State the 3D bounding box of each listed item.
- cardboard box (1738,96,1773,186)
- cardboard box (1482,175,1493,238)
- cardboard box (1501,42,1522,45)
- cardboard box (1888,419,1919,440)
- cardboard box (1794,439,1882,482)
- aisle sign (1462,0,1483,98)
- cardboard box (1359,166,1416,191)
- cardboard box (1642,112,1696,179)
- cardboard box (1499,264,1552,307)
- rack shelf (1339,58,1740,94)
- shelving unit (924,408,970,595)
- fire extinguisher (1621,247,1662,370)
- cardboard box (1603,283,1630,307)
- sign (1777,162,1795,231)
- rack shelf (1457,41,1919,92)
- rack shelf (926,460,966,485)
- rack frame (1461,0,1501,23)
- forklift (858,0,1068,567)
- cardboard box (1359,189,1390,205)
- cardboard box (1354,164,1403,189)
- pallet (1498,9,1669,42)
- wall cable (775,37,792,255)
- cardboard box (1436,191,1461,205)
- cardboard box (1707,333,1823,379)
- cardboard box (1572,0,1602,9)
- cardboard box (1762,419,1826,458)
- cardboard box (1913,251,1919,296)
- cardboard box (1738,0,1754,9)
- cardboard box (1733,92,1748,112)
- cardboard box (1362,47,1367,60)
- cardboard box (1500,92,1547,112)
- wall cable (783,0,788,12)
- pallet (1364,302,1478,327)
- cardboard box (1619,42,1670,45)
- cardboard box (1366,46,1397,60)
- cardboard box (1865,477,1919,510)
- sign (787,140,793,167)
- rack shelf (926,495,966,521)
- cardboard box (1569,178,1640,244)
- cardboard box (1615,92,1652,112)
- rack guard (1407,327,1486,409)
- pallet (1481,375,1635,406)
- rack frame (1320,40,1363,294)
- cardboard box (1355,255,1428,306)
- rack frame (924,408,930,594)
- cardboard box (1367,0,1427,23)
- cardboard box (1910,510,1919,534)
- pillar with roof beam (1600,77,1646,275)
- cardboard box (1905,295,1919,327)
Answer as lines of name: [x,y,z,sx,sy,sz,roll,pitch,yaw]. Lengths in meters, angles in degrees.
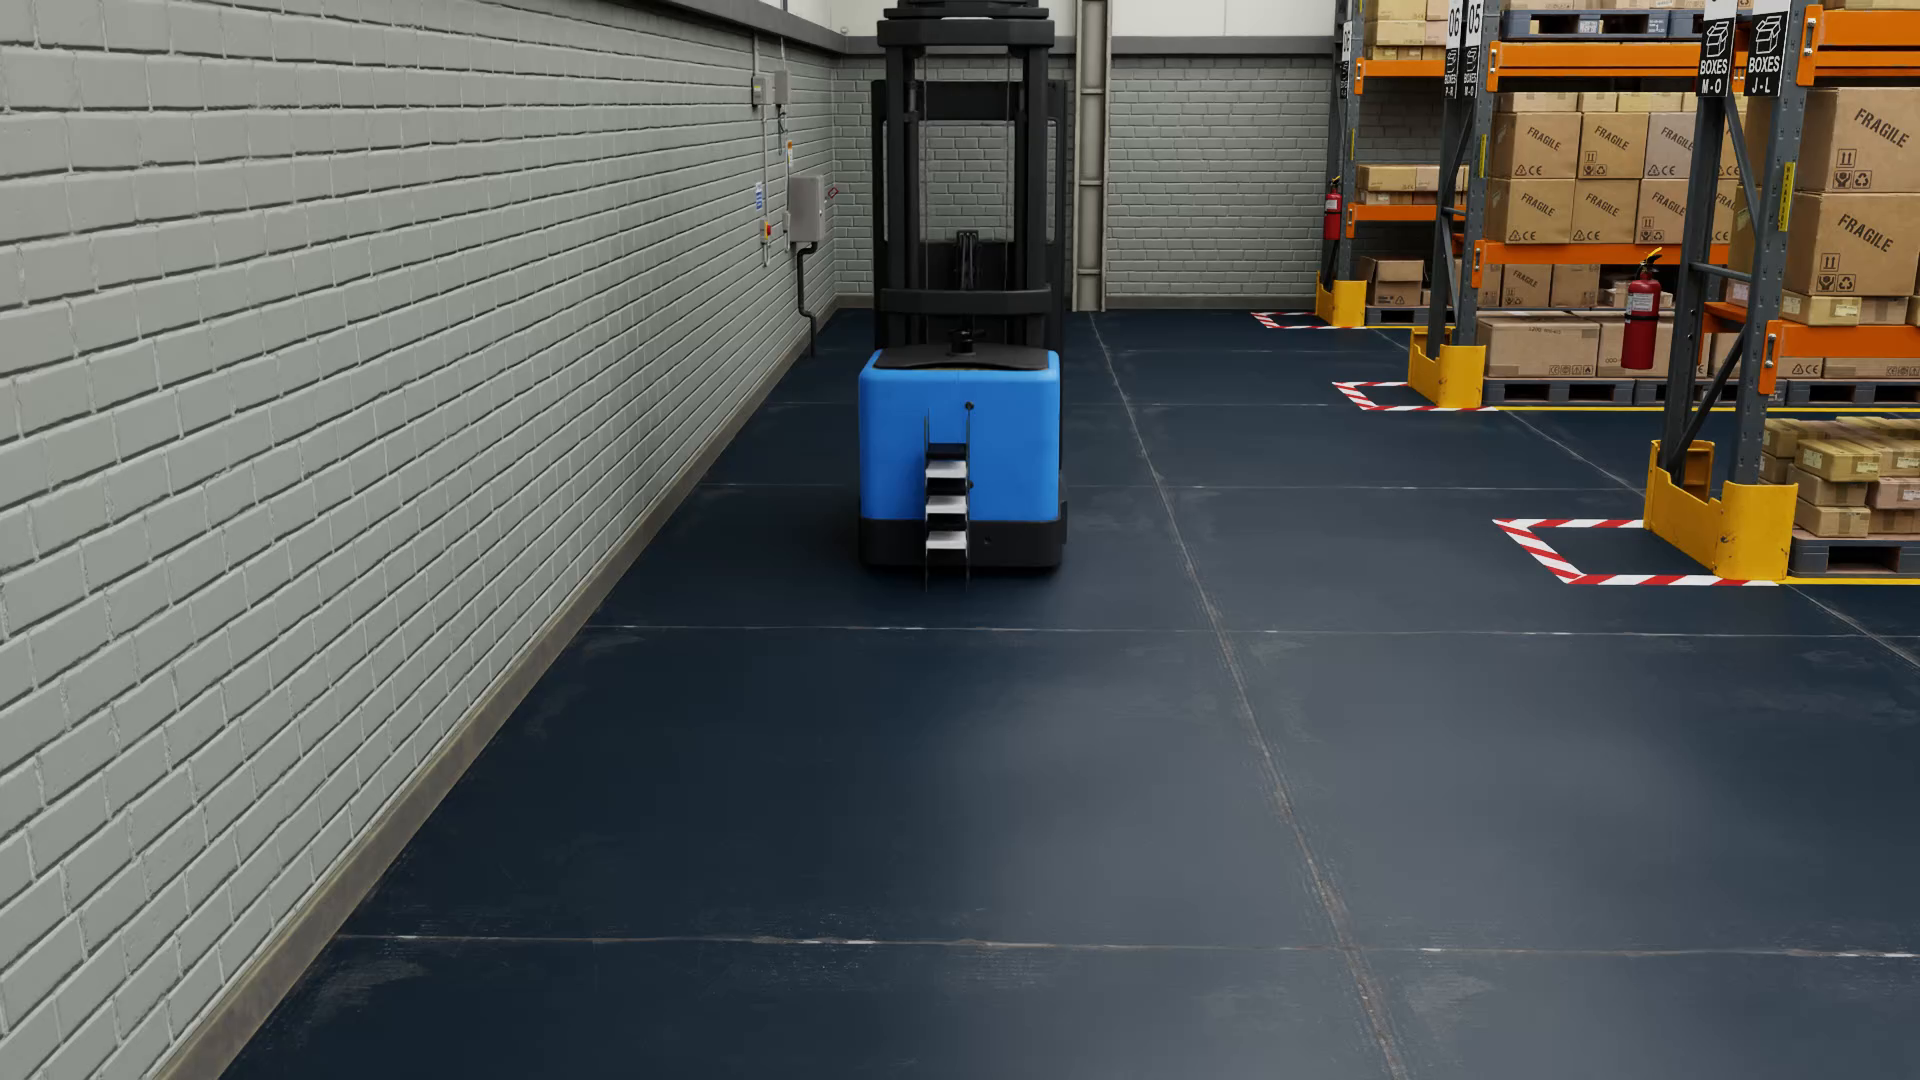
cardboard box: [4.499,-2.127,8.784,0.500,0.500,0.500,0,15,0]
cardboard box: [4.550,-2.767,13.752,0.500,0.500,0.500,0,15,2]
cardboard box: [5.640,-5.365,17.624,0.500,0.250,0.500,0,15,0]
cardboard box: [5.340,-0.561,9.186,0.250,0.149,0.380,0,15,-1]
cardboard box: [4.550,-0.413,8.626,0.250,0.149,0.380,0,15,-1]
aisle sign: [3.981,-3.838,12.910,0.004,0.787,0.394,0,15,1]
cardboard box: [4.630,-3.920,18.028,0.500,0.250,0.500,0,15,2]
cardboard box: [5.565,-3.107,13.082,0.500,0.500,0.500,0,15,1]
cardboard box: [6.172,-2.842,18.309,0.500,0.500,0.500,1,15,2]
rack shelf: [6.183,-5.010,17.978,4.000,0.370,1.077,0,15,1]
shelving unit: [-0.062,-0.194,8.310,0.210,0.900,0.258,1,15,3]
fire extinguisher: [3.795,-1.293,9.243,0.183,0.674,0.296,0,15,1]
cardboard box: [7.261,-2.706,18.254,0.258,0.266,0.396,1,15,3]
sign: [4.022,-1.671,8.098,0.005,0.325,0.100,0,15,1]
rack shelf: [6.060,-3.744,13.180,4.000,0.370,1.077,0,15,1]
rack shelf: [-0.062,-0.336,8.272,0.200,0.077,0.258,1,15,3]
rack frame: [4.061,-5.555,12.755,0.127,3.000,1.000,0,15,1]
forklift: [0.066,-1.599,9.655,1.130,2.935,3.031,1,15,3]
cardboard box: [4.505,-3.727,18.077,0.250,0.149,0.380,0,15,1]
cardboard box: [4.650,-4.056,18.545,0.500,0.250,0.500,1,15,3]
pallet: [4.803,-4.060,13.141,1.213,0.211,1.003,0,15,1]
wall cable: [-1.552,-3.538,14.879,0.122,1.984,0.588,0,15,1]
cardboard box: [5.275,-3.727,18.077,0.250,0.149,0.380,1,15,3]
cardboard box: [6.539,-1.630,13.836,0.875,0.438,0.875,0,15,0]
cardboard box: [4.934,-4.272,13.246,0.250,0.149,0.380,-1,15,-3]
cardboard box: [4.571,-0.565,9.199,0.250,0.149,0.380,1,15,2]
cardboard box: [5.013,-1.513,8.416,0.500,0.500,0.500,0,15,2]
cardboard box: [6.072,-4.353,12.864,0.500,0.500,0.500,1,15,2]
cardboard box: [5.958,-3.406,12.942,0.250,0.149,0.380,0,15,0]
cardboard box: [4.510,-5.306,18.184,0.250,0.149,0.380,1,15,3]
cardboard box: [4.408,-3.427,13.021,0.250,0.149,0.380,1,15,3]
wall cable: [-1.502,-6.440,16.037,0.133,3.039,2.988,0,15,1]
pallet: [5.057,-2.566,18.654,1.213,0.211,1.003,0,15,1]
cardboard box: [7.174,-5.356,17.591,0.500,0.250,0.500,0,15,0]
cardboard box: [4.496,-5.188,17.735,0.250,0.149,0.380,1,15,3]
cardboard box: [4.825,-0.275,8.683,0.250,0.149,0.380,0,15,1]
sign: [-1.586,-3.606,15.510,0.001,0.242,0.339,0,15,1]
rack shelf: [-0.062,-0.162,8.319,0.200,0.077,0.258,1,15,3]
cardboard box: [5.040,-2.630,13.233,0.500,0.500,0.500,0,15,1]
cardboard box: [5.193,-3.415,12.977,0.250,0.149,0.380,0,15,0]
rack guard: [4.037,-1.446,13.840,0.348,0.500,1.175,0,15,1]
pallet: [4.862,-1.321,13.932,1.213,0.211,1.003,0,15,1]
rack frame: [4.184,-3.920,18.318,0.127,3.000,1.000,0,15,1]
cardboard box: [4.793,-2.888,18.477,0.637,0.503,0.797,0,15,-1]
rack frame: [-0.164,-0.195,8.315,0.006,0.900,0.240,1,15,3]
cardboard box: [4.621,-5.617,17.599,0.500,0.250,0.500,0,15,1]
cardboard box: [5.063,-0.150,8.794,0.250,0.149,0.380,1,15,2]
pillar with roof beam: [7.399,-5.931,14.182,0.400,9.000,9.100,0,15,1]
cardboard box: [4.874,-1.178,8.416,0.250,0.149,0.380,0,15,0]
